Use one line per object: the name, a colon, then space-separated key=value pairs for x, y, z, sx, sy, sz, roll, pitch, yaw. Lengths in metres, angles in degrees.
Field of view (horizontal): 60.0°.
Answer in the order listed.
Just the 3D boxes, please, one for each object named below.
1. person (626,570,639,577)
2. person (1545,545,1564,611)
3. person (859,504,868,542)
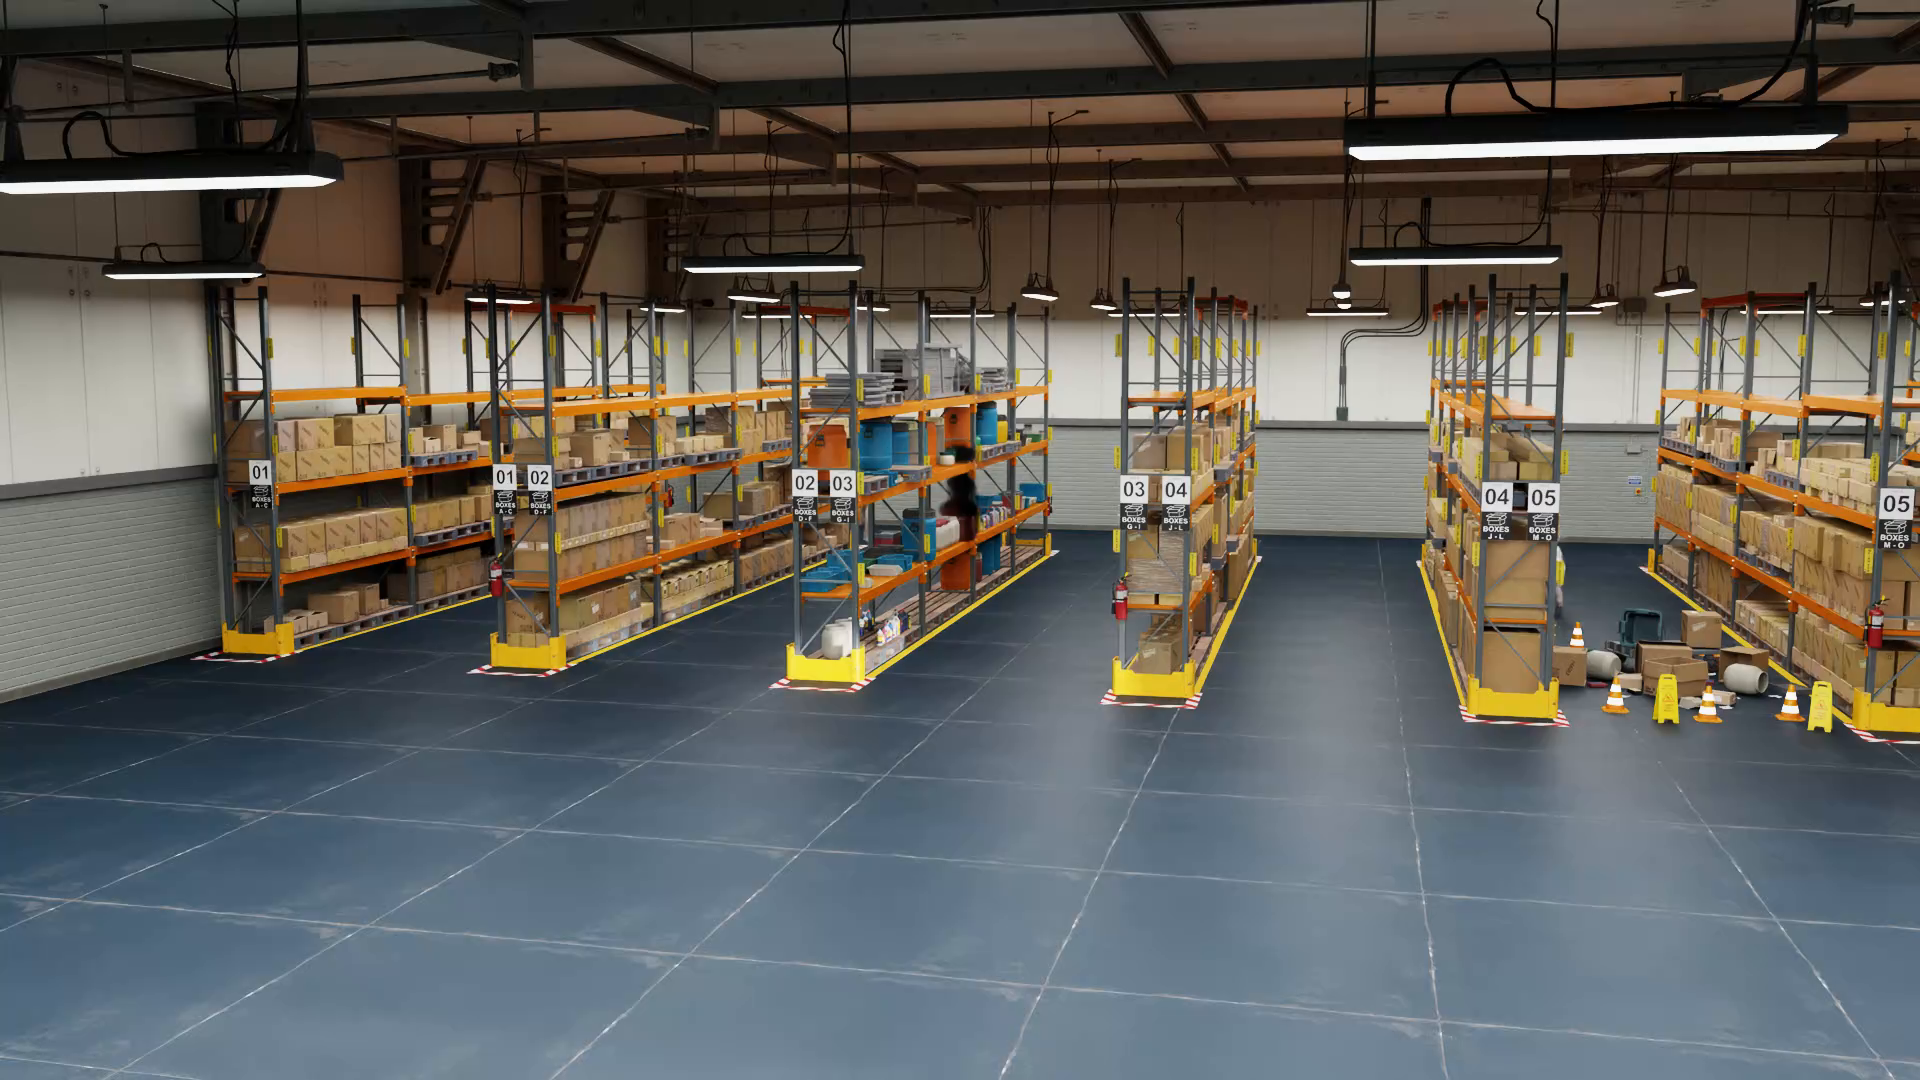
person: x=-6.607 y=0.301 z=33.448 sx=0.684 sy=1.736 sz=0.576 roll=1 pitch=7 yaw=12
person: x=11.388 y=0.654 z=31.867 sx=0.557 sy=1.455 sz=1.113 roll=-1 pitch=7 yaw=-5
person: x=-2.585 y=-0.829 z=43.532 sx=0.648 sy=1.709 sz=0.866 roll=-5 pitch=8 yaw=-35
